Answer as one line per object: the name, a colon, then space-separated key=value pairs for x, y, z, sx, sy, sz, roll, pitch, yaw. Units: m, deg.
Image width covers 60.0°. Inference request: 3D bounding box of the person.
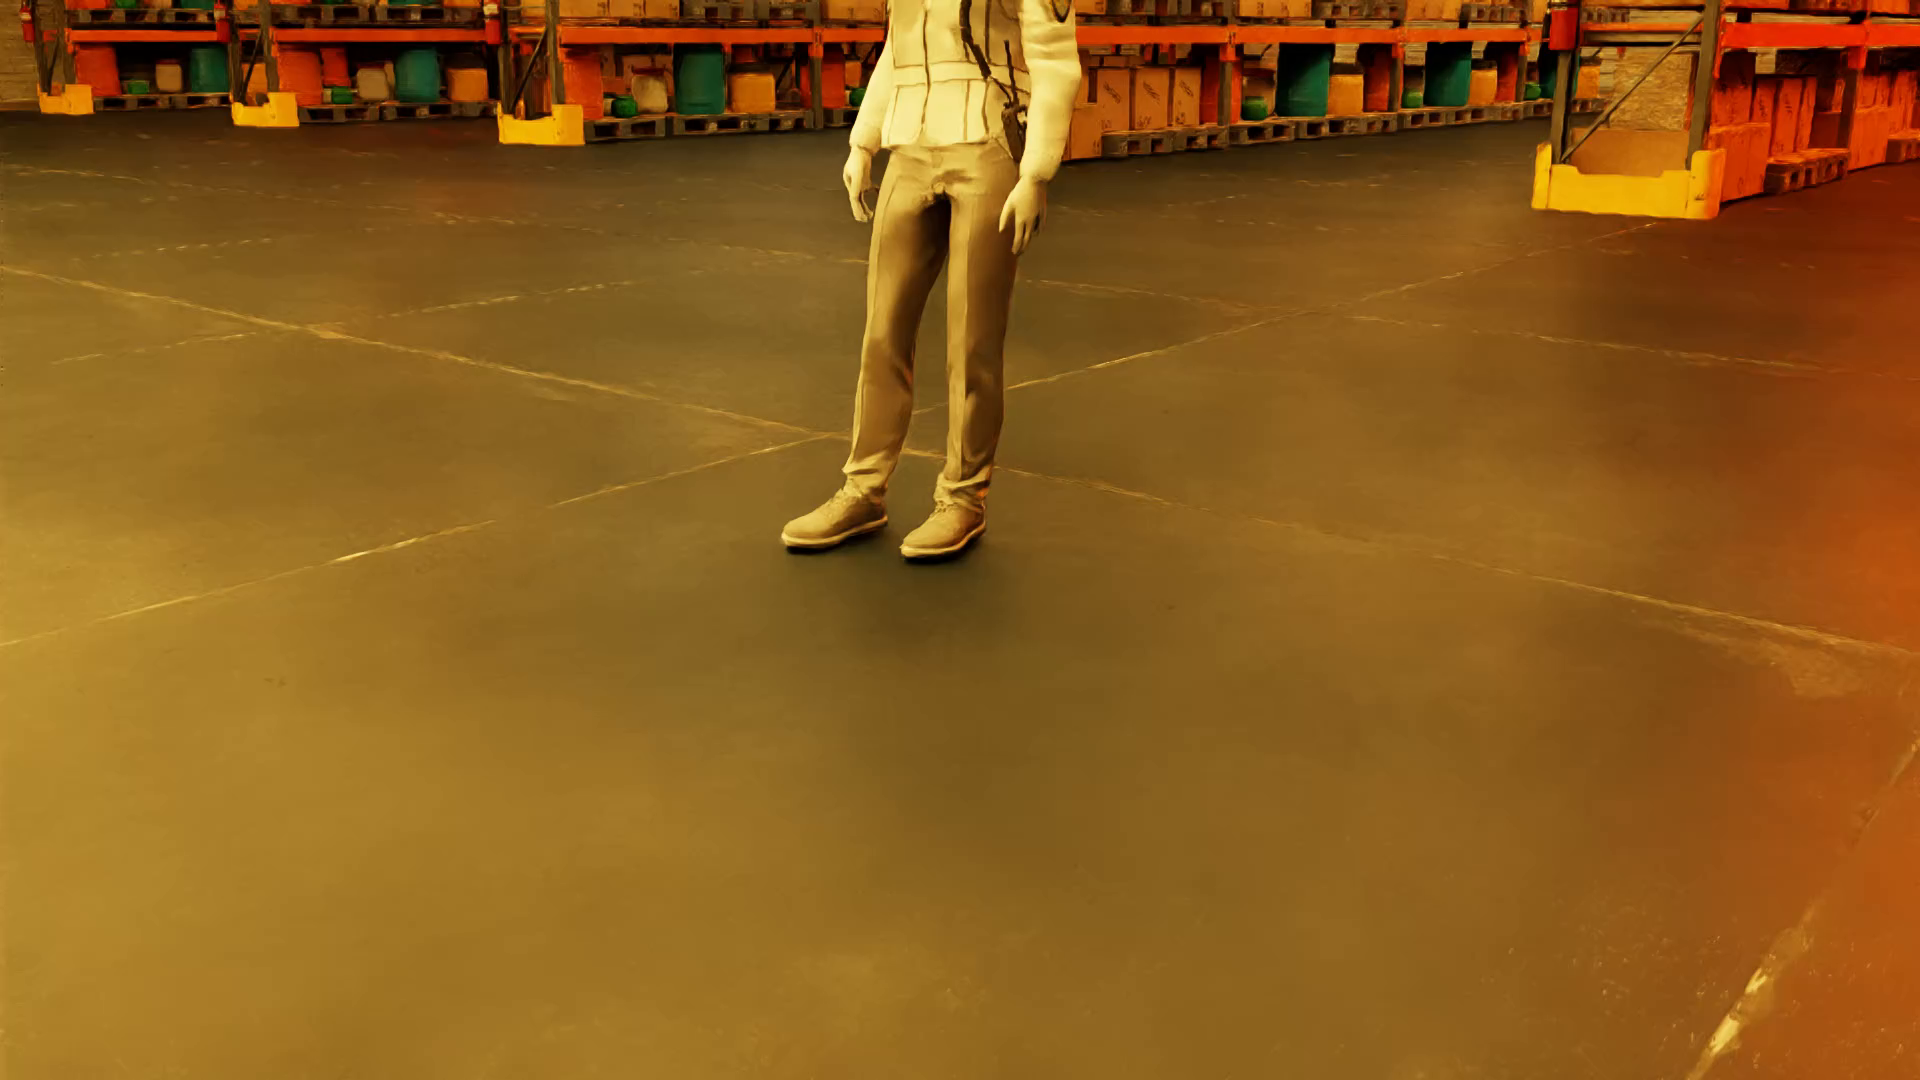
person: x=-0.049 y=-0.804 z=3.648 sx=0.586 sy=1.695 sz=0.533 roll=13 pitch=21 yaw=37
